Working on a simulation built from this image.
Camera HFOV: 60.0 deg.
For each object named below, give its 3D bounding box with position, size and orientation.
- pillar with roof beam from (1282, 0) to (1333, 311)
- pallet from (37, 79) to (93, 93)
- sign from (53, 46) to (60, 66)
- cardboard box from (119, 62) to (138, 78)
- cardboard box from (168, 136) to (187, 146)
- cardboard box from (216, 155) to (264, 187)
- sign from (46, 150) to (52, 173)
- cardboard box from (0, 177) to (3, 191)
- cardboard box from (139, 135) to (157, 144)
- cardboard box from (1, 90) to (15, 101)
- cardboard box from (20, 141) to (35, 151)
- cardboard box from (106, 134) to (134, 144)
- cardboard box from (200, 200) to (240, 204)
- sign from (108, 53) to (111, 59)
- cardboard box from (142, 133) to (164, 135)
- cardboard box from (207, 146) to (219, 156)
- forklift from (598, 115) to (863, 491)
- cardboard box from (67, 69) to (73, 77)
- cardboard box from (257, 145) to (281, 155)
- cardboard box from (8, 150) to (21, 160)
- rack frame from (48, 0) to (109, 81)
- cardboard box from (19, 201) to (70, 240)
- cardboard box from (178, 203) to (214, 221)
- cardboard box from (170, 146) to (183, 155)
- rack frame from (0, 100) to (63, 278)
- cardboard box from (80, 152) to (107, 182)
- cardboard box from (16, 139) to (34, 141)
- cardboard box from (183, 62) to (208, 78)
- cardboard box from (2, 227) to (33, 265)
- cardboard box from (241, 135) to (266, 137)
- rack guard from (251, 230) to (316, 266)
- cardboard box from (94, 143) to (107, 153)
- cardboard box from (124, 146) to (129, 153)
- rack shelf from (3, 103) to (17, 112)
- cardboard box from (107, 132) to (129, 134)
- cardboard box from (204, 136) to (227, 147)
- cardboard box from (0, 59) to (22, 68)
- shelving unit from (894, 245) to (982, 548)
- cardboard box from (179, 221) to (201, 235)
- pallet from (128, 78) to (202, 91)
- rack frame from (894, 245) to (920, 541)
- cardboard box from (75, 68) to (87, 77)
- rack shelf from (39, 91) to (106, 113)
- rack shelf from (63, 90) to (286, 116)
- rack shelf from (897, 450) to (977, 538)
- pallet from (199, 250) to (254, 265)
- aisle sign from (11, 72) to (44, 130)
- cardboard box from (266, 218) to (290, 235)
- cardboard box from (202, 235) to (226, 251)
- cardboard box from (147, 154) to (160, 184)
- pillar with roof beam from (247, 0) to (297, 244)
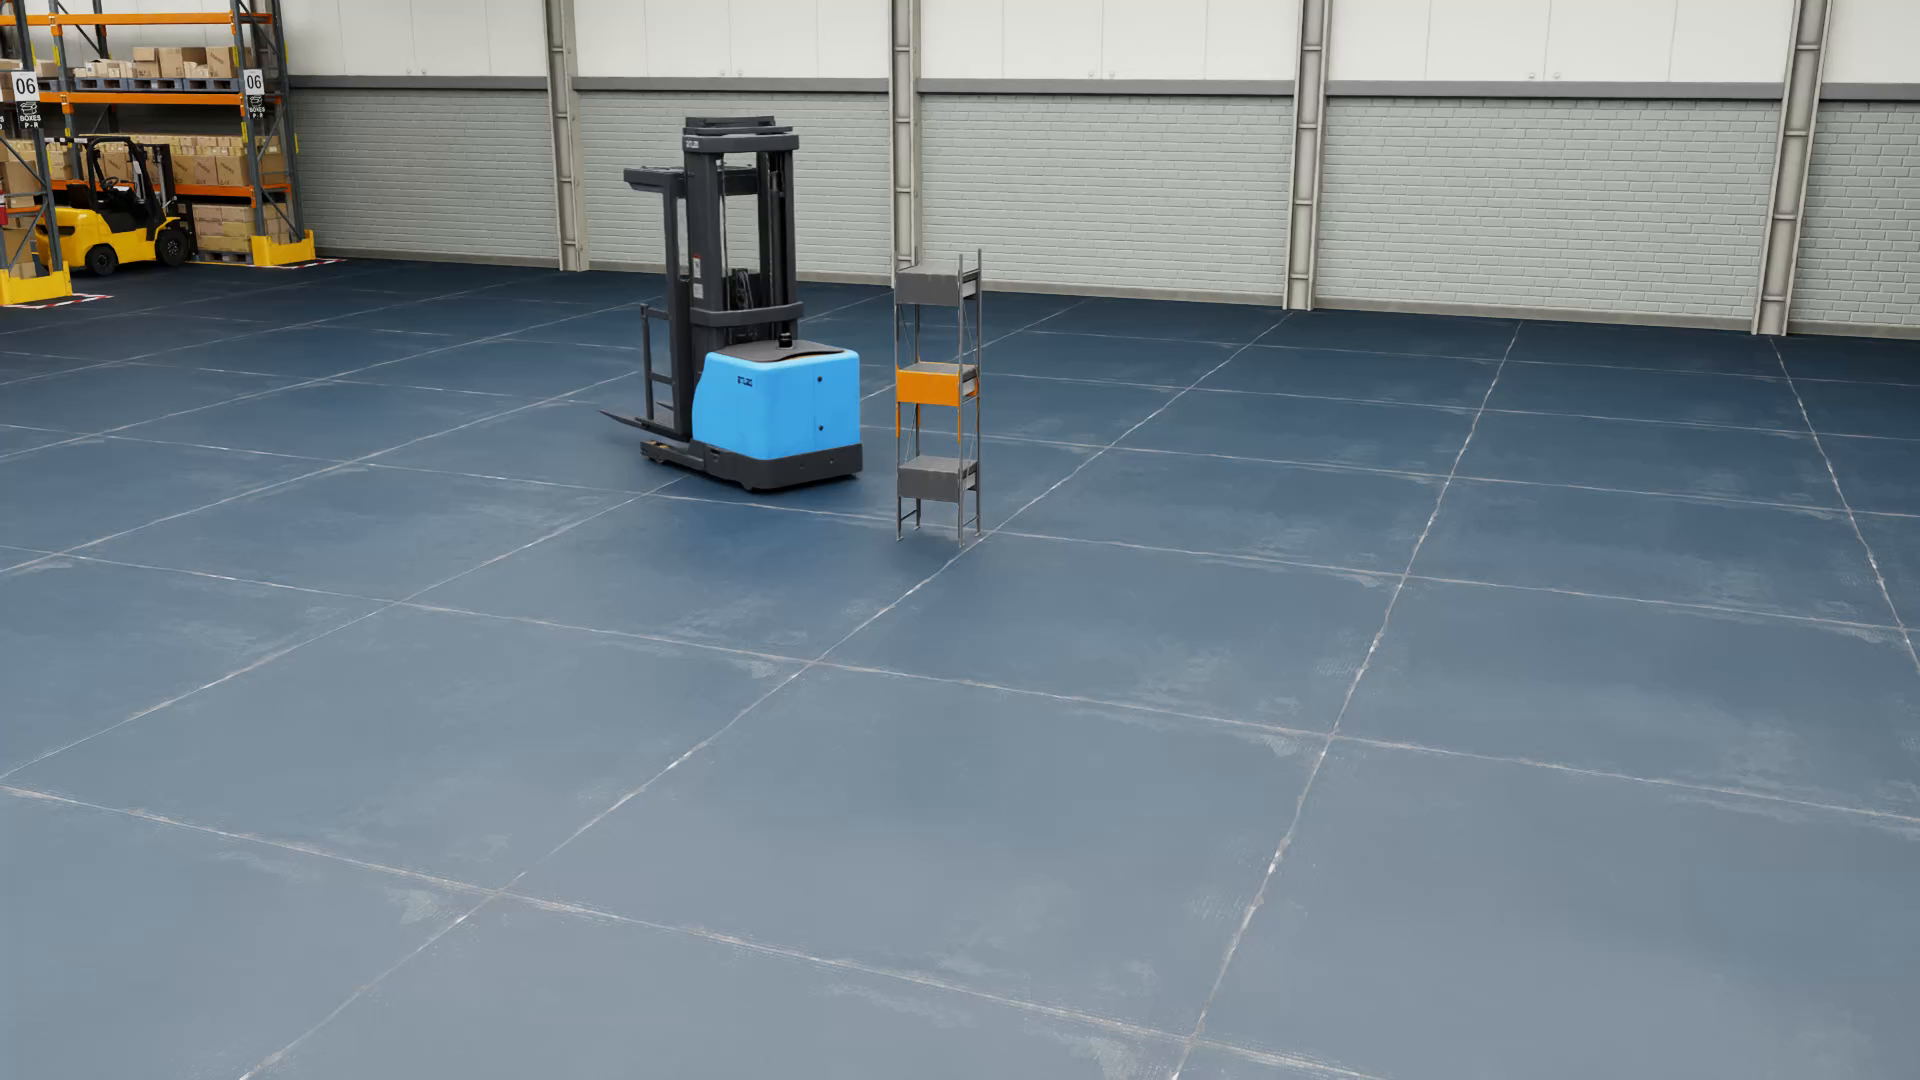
[{"bbox_3d":[3.187,-6.465,18.303,0.400,9.000,9.100,6,17,21],"label":"pillar with roof beam"},{"bbox_3d":[-16.207,-8.082,29.595,1.217,0.209,0.805,6,17,18],"label":"pallet"},{"bbox_3d":[-15.572,-8.345,28.665,0.005,0.325,0.100,6,17,21],"label":"sign"},{"bbox_3d":[-14.113,-8.041,28.421,0.258,0.266,0.396,6,17,19],"label":"cardboard box"},{"bbox_3d":[-13.296,-6.826,28.430,0.250,0.149,0.380,7,17,22],"label":"cardboard box"},{"bbox_3d":[-12.215,-6.267,28.203,0.500,0.500,0.500,6,17,19],"label":"cardboard box"},{"bbox_3d":[-13.280,-5.506,24.206,0.005,0.325,0.100,6,17,21],"label":"sign"},{"bbox_3d":[-14.085,-5.124,23.732,0.500,0.500,0.500,6,17,20],"label":"cardboard box"},{"bbox_3d":[-13.967,-6.928,28.781,0.250,0.149,0.380,6,17,20],"label":"cardboard box"},{"bbox_3d":[-13.668,-6.387,23.866,0.250,0.149,0.380,6,17,21],"label":"cardboard box"},{"bbox_3d":[-16.530,-7.036,29.687,0.250,0.149,0.380,6,17,19],"label":"cardboard box"},{"bbox_3d":[-14.678,-7.012,29.071,0.250,0.149,0.380,6,17,20],"label":"cardboard box"},{"bbox_3d":[-12.966,-5.801,29.160,0.500,0.250,0.500,6,17,20],"label":"cardboard box"},{"bbox_3d":[-15.180,-8.517,29.682,0.005,0.325,0.100,6,17,21],"label":"sign"},{"bbox_3d":[-14.249,-7.125,29.460,0.250,0.149,0.380,6,17,20],"label":"cardboard box"},{"bbox_3d":[-12.554,-6.620,28.255,0.250,0.149,0.380,7,17,22],"label":"cardboard box"},{"bbox_3d":[-2.151,-2.150,14.321,1.130,2.935,3.031,-13,21,-38],"label":"forklift"},{"bbox_3d":[-16.100,-8.354,29.706,0.250,0.149,0.380,6,17,21],"label":"cardboard box"},{"bbox_3d":[-11.882,-6.699,28.525,0.250,0.149,0.380,6,17,19],"label":"cardboard box"},{"bbox_3d":[-16.887,-6.903,29.943,0.500,0.250,0.500,7,17,22],"label":"cardboard box"},{"bbox_3d":[-15.382,-9.527,28.851,0.127,3.000,1.000,6,17,21],"label":"rack frame"},{"bbox_3d":[-16.591,-5.839,30.414,0.625,0.625,0.875,6,17,20],"label":"cardboard box"},{"bbox_3d":[-13.154,-5.664,28.690,0.500,0.250,0.500,7,17,21],"label":"cardboard box"},{"bbox_3d":[-13.289,-6.684,28.476,0.250,0.149,0.380,6,17,21],"label":"cardboard box"},{"bbox_3d":[-13.479,-4.949,23.842,0.127,3.000,1.000,6,17,21],"label":"rack frame"},{"bbox_3d":[-15.065,-6.581,29.284,0.500,0.500,0.500,6,17,19],"label":"cardboard box"},{"bbox_3d":[-17.032,-7.265,30.477,0.250,0.149,0.380,6,17,21],"label":"cardboard box"},{"bbox_3d":[-12.779,-7.895,27.916,0.258,0.266,0.396,6,17,21],"label":"cardboard box"},{"bbox_3d":[-14.150,-4.347,24.602,0.500,0.500,0.500,6,17,19],"label":"cardboard box"},{"bbox_3d":[-12.120,-6.873,28.591,0.250,0.149,0.380,7,18,23],"label":"cardboard box"},{"bbox_3d":[-11.639,-5.034,28.618,0.348,0.500,1.175,6,17,21],"label":"rack guard"},{"bbox_3d":[-14.941,-6.879,29.146,0.250,0.149,0.380,7,17,22],"label":"cardboard box"},{"bbox_3d":[-14.242,-6.788,28.832,0.250,0.149,0.380,6,17,20],"label":"cardboard box"},{"bbox_3d":[-15.339,-6.249,24.229,4.000,0.370,1.077,6,17,21],"label":"rack shelf"},{"bbox_3d":[-14.974,-7.194,29.699,0.250,0.149,0.380,6,17,21],"label":"cardboard box"},{"bbox_3d":[-12.566,-6.758,28.197,0.250,0.149,0.380,7,17,22],"label":"cardboard box"},{"bbox_3d":[-16.859,-8.383,29.517,0.500,0.311,0.500,6,17,19],"label":"cardboard box"},{"bbox_3d":[-0.154,-1.025,11.939,0.503,2.100,0.431,6,17,21],"label":"shelving unit"},{"bbox_3d":[-13.179,-5.429,28.775,0.500,0.250,0.500,6,17,19],"label":"cardboard box"},{"bbox_3d":[-13.448,-7.839,28.573,1.213,0.211,1.003,6,17,21],"label":"pallet"},{"bbox_3d":[-0.381,-1.050,12.025,0.015,2.100,0.400,6,17,21],"label":"rack frame"},{"bbox_3d":[-15.076,-8.091,28.802,0.250,0.149,0.380,7,17,22],"label":"cardboard box"},{"bbox_3d":[-17.243,-7.946,30.074,4.000,0.370,1.077,6,17,21],"label":"rack shelf"},{"bbox_3d":[-13.522,-7.537,28.665,4.000,0.370,1.077,6,17,21],"label":"rack shelf"},{"bbox_3d":[-0.154,-0.340,12.138,0.480,0.518,0.431,6,17,21],"label":"rack shelf"},{"bbox_3d":[-12.388,-4.965,28.899,1.213,0.211,1.003,6,17,21],"label":"pallet"},{"bbox_3d":[-13.308,-6.272,23.735,0.004,0.787,0.394,6,17,21],"label":"aisle sign"},{"bbox_3d":[-12.022,-5.460,28.884,0.500,0.250,0.500,7,17,22],"label":"cardboard box"},{"bbox_3d":[-12.673,-5.138,28.670,0.500,0.250,0.500,6,17,21],"label":"cardboard box"},{"bbox_3d":[-13.643,-6.424,28.741,0.500,0.500,0.500,6,17,21],"label":"cardboard box"},{"bbox_3d":[-13.558,-8.307,24.646,0.400,9.000,9.100,6,17,21],"label":"pillar with roof beam"}]
